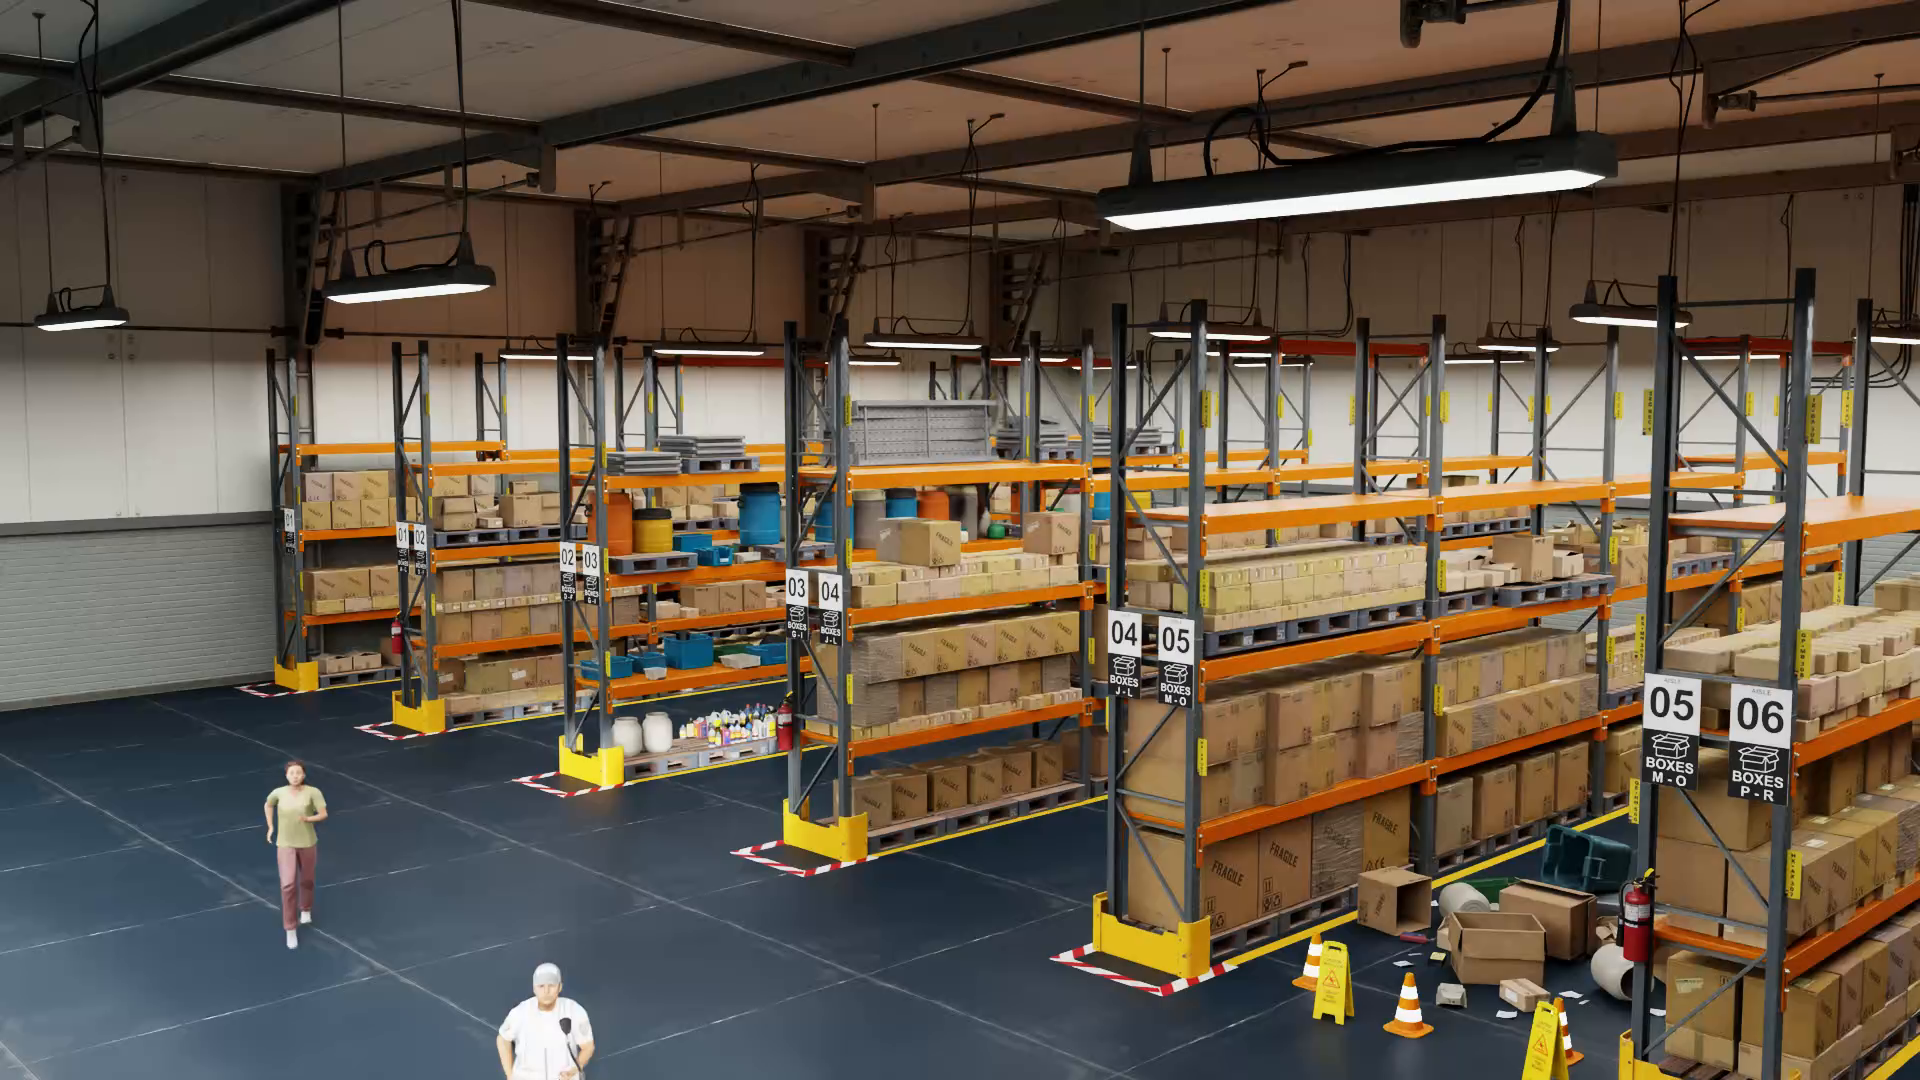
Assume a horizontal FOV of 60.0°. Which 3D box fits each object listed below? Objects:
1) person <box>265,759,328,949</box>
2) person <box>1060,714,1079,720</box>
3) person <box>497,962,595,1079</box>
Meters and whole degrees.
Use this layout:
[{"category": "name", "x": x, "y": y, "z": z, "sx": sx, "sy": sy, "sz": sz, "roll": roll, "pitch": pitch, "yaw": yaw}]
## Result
[{"category": "person", "x": -6.335, "y": 2.945, "z": 15.893, "sx": 0.542, "sy": 1.715, "sz": 0.830, "roll": -2, "pitch": 5, "yaw": -23}, {"category": "person", "x": 1.617, "y": 1.856, "z": 24.982, "sx": 0.602, "sy": 1.775, "sz": 0.736, "roll": 3, "pitch": 6, "yaw": 35}, {"category": "person", "x": -2.579, "y": 3.459, "z": 10.388, "sx": 0.600, "sy": 1.625, "sz": 0.538, "roll": -1, "pitch": 5, "yaw": -15}]
